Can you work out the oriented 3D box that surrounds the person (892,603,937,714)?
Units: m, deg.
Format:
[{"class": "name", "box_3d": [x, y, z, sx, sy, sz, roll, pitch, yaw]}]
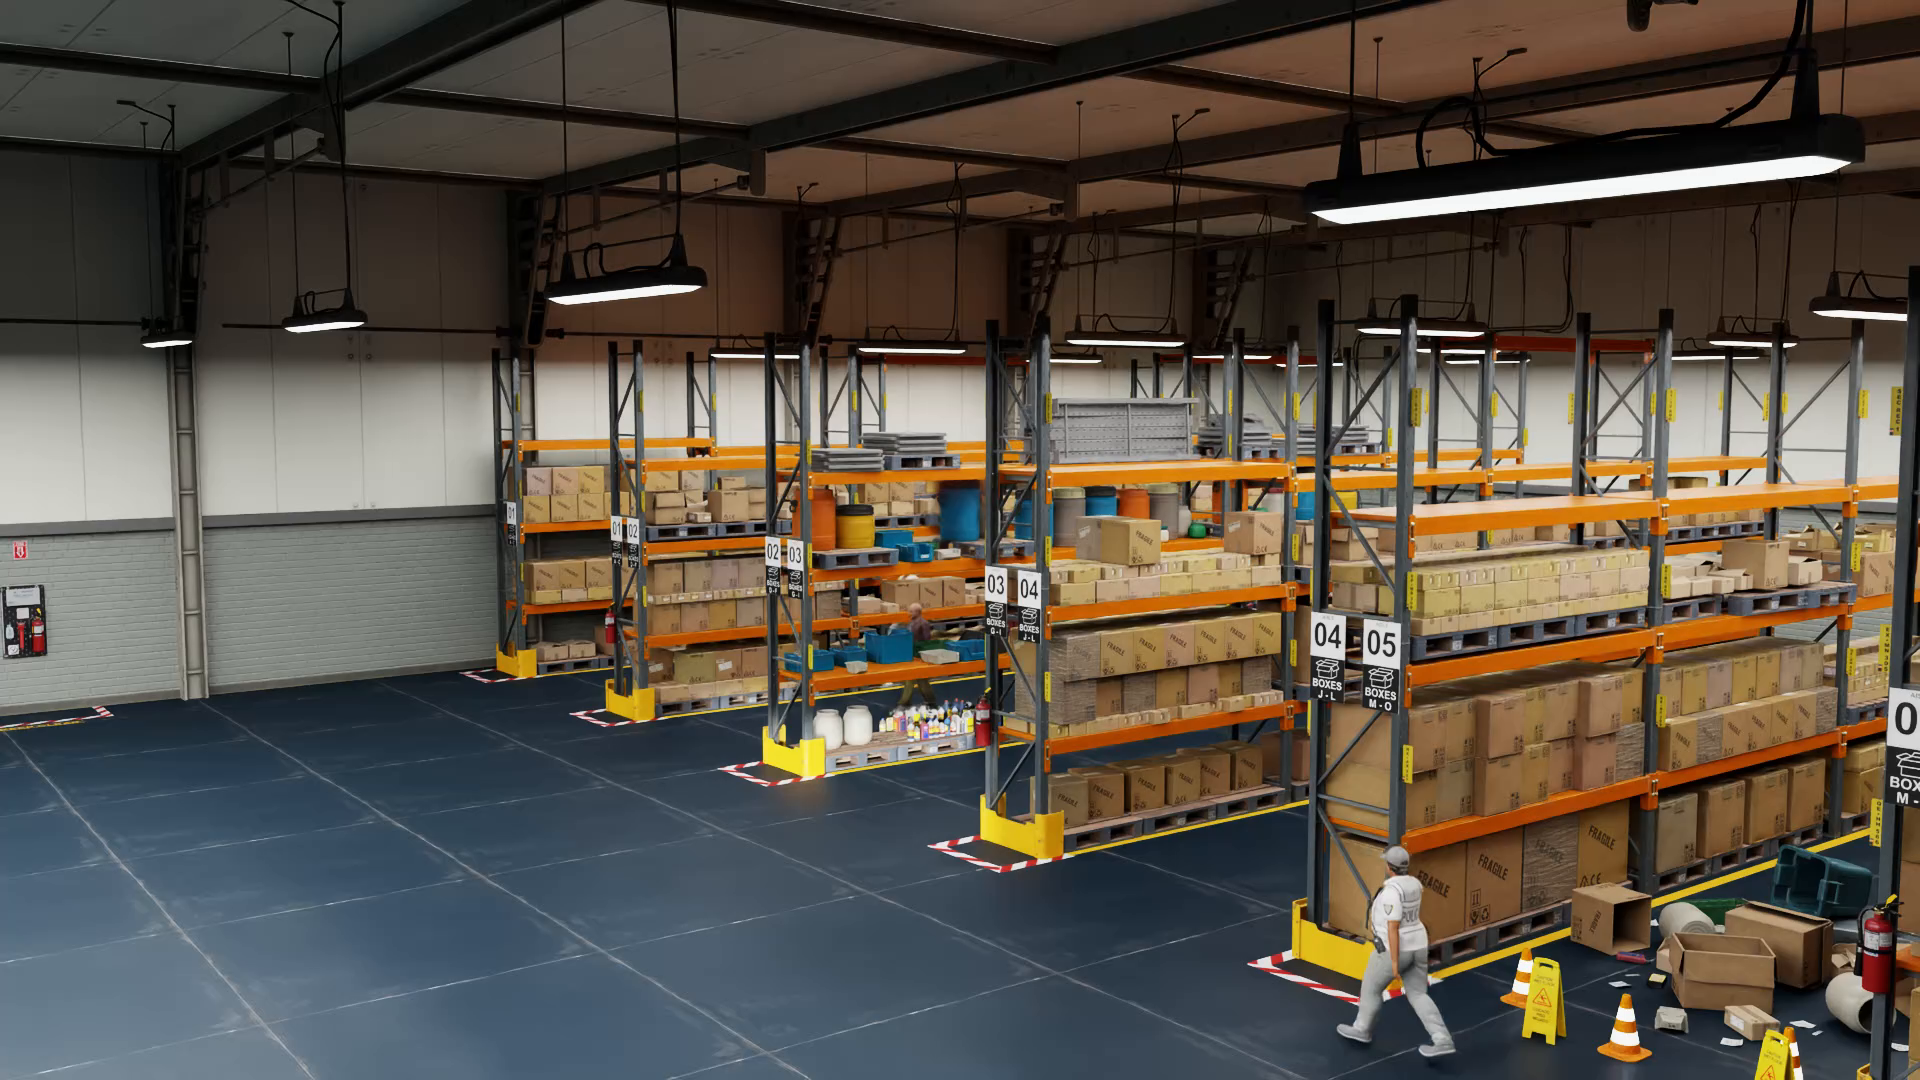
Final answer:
[{"class": "person", "box_3d": [-0.766, 1.907, 27.063, 0.920, 1.762, 0.626, -3, 6, -27]}]

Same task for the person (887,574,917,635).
[{"class": "person", "box_3d": [-1.127, 1.322, 33.636, 1.143, 1.706, 0.656, -5, 7, -42]}]

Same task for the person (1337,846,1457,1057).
[{"class": "person", "box_3d": [3.446, 3.204, 13.039, 0.526, 1.609, 0.986, -4, 6, -36]}]
